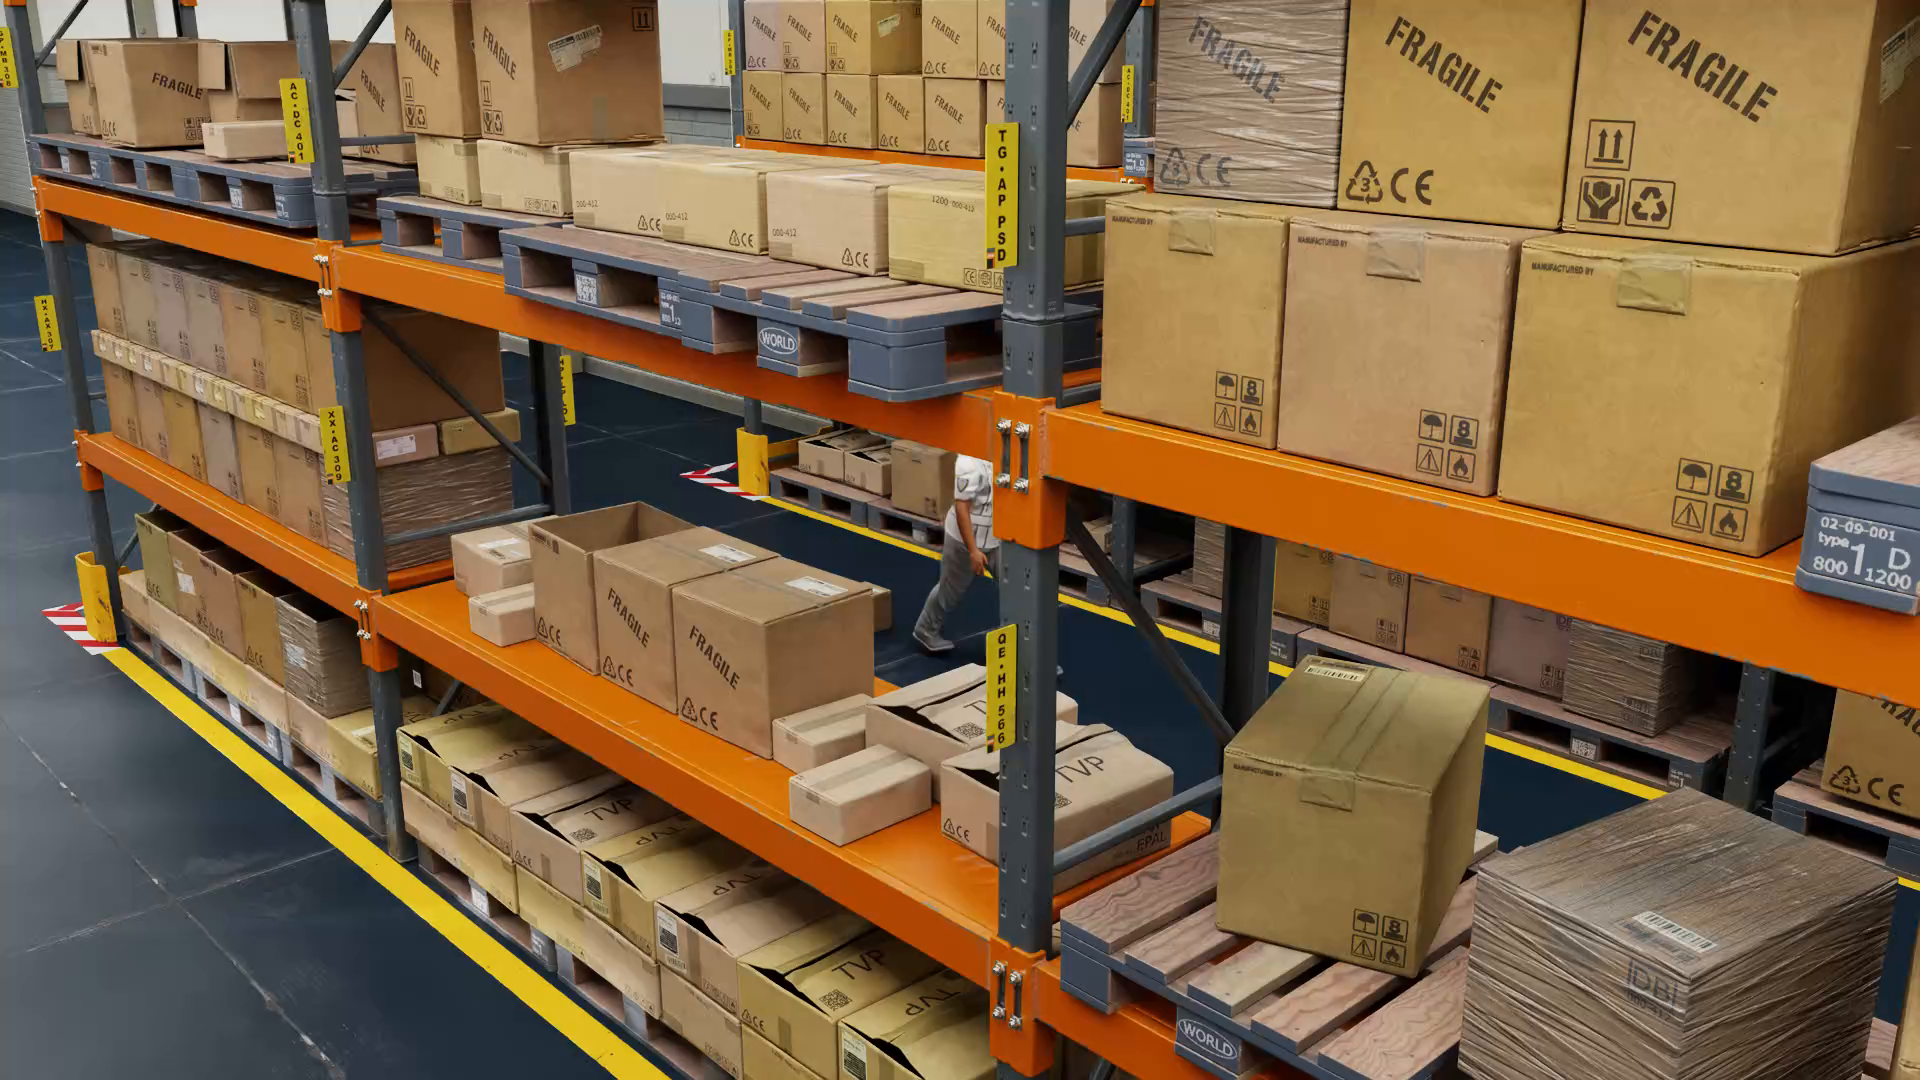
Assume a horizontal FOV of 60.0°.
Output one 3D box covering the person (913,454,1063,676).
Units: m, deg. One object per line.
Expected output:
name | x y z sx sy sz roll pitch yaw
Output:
person | 0.128 -0.018 9.630 1.030 1.603 0.504 16 24 41
